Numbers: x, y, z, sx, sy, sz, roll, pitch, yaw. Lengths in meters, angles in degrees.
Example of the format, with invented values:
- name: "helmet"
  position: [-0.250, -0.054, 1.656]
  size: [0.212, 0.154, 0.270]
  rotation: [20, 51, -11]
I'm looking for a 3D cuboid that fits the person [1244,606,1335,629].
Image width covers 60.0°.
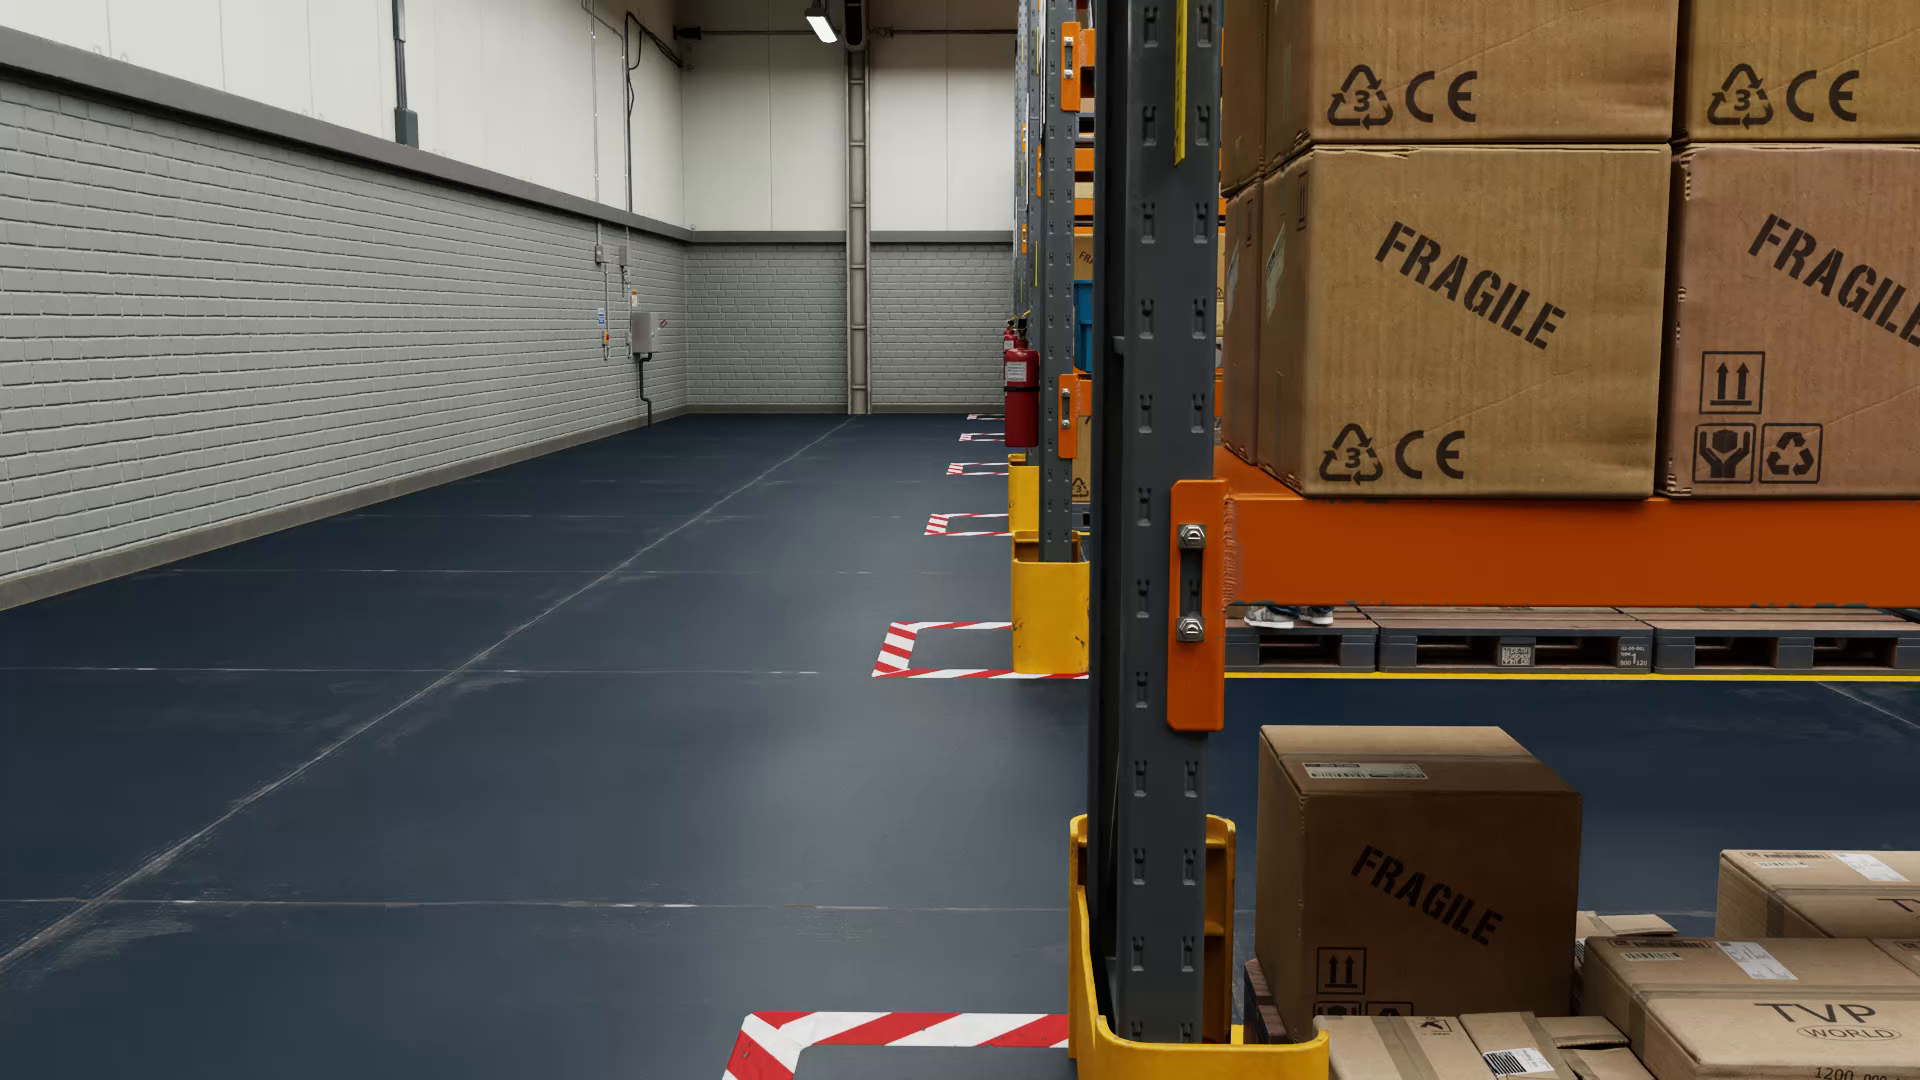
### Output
- name: "person"
  position: [1.465, -0.404, 7.299]
  size: [0.486, 1.594, 0.341]
  rotation: [-4, 8, -29]
